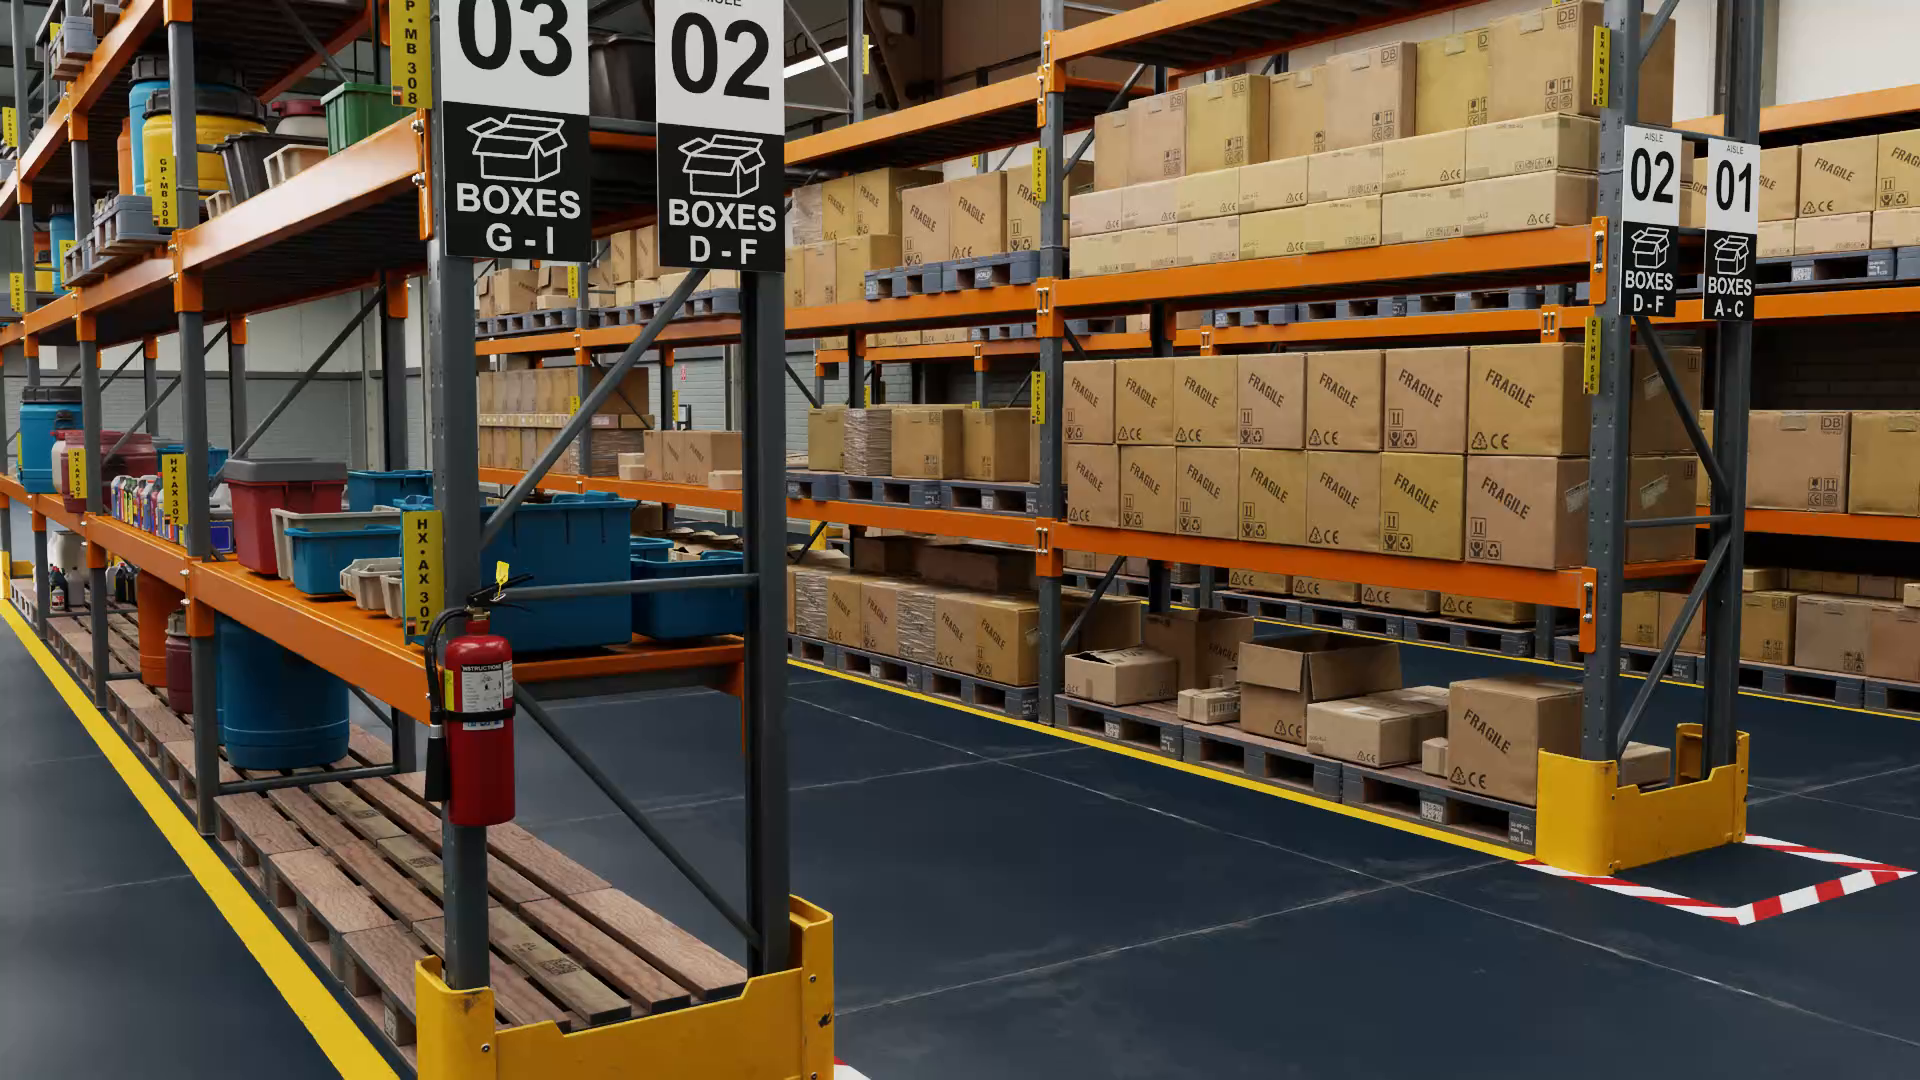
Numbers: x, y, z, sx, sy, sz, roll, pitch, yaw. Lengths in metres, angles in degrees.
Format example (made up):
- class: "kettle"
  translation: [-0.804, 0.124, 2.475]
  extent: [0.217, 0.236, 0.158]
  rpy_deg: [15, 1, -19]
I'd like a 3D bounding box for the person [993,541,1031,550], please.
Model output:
- class: "person"
  translation: [0.469, -0.238, 16.900]
  extent: [0.594, 1.767, 0.559]
  rpy_deg: [1, 5, 14]
